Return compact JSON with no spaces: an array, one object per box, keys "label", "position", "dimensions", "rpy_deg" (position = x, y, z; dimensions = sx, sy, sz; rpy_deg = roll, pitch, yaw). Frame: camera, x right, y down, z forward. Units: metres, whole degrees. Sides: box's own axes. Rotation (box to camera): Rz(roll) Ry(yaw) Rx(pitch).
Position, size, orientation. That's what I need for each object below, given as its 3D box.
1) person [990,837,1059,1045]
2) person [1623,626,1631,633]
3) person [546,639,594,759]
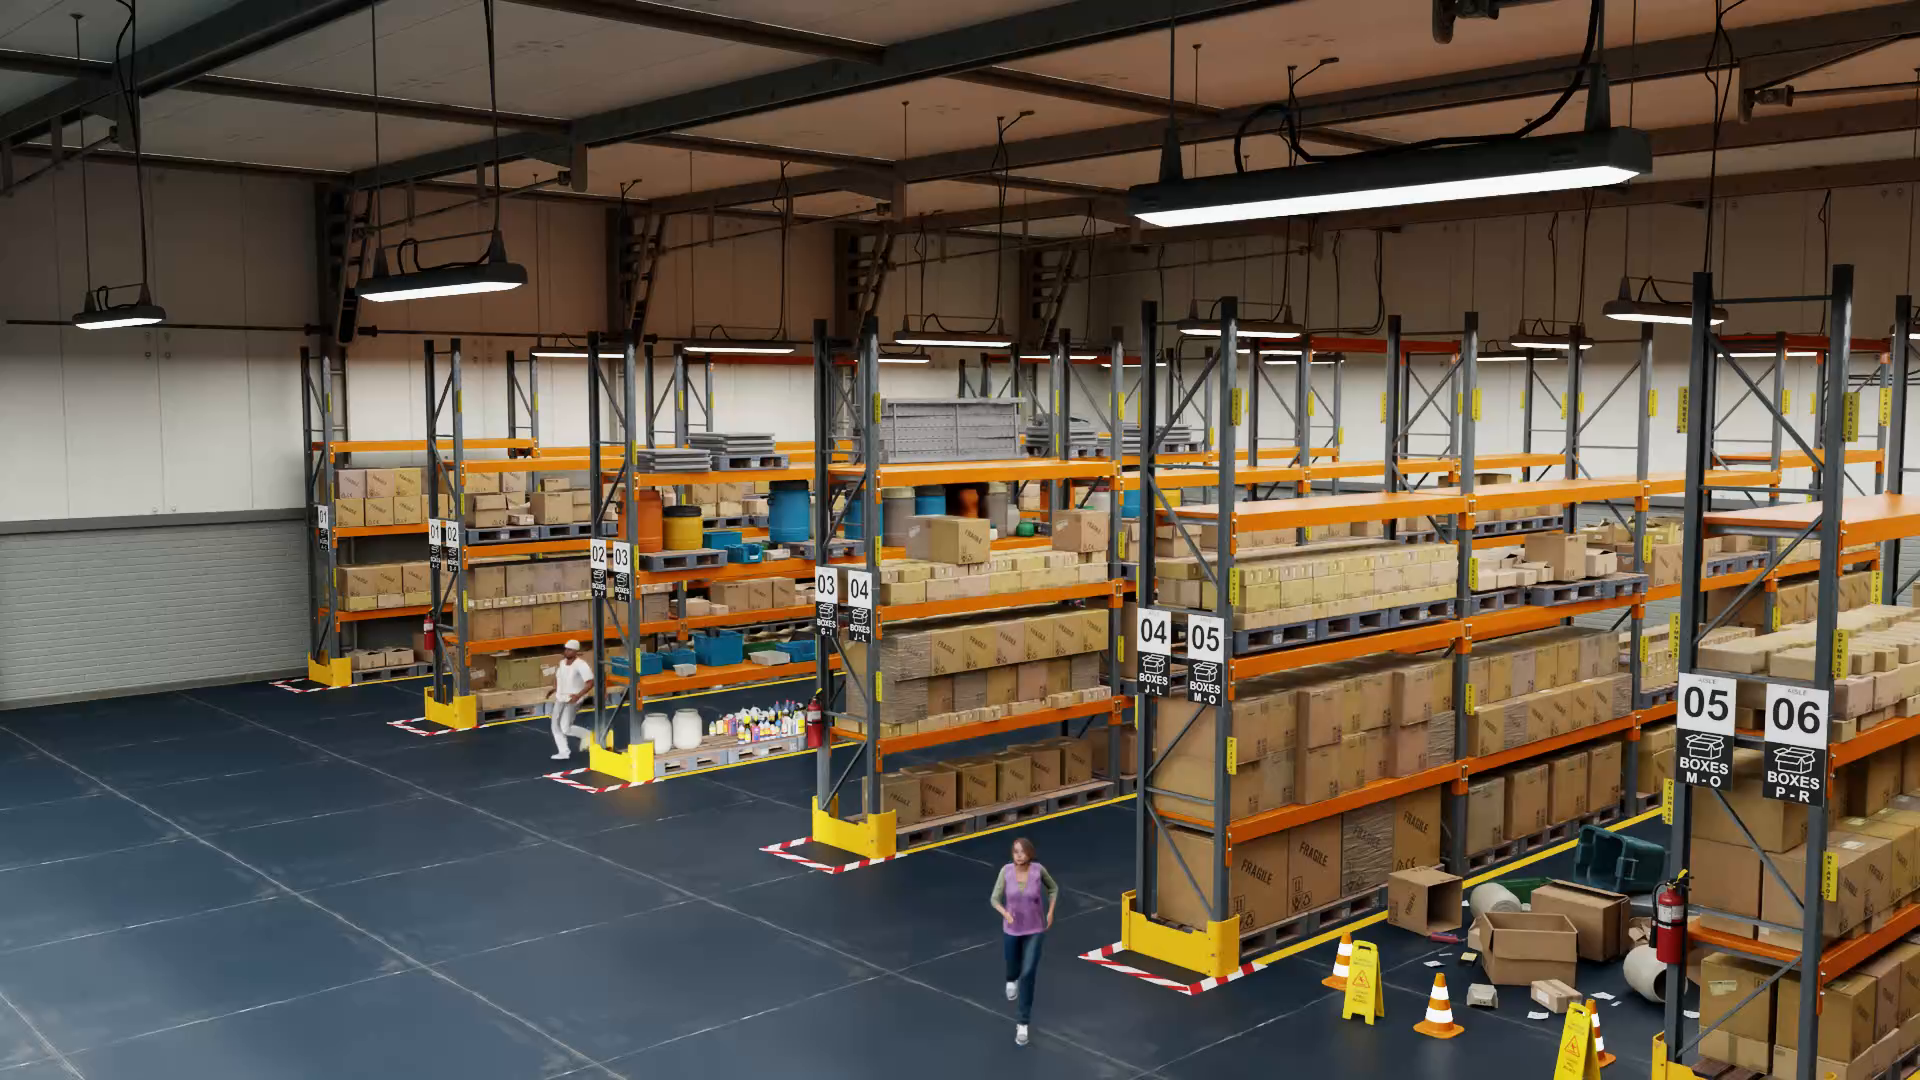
[{"label":"person","position":[0.525,3.187,13.557],"dimensions":[0.549,1.598,0.860],"rpy_deg":[1,5,7]},{"label":"person","position":[10.113,2.122,25.158],"dimensions":[0.538,1.657,0.636],"rpy_deg":[-4,7,-41]},{"label":"person","position":[-5.510,2.254,23.521],"dimensions":[0.756,1.718,0.561],"rpy_deg":[4,6,36]}]
